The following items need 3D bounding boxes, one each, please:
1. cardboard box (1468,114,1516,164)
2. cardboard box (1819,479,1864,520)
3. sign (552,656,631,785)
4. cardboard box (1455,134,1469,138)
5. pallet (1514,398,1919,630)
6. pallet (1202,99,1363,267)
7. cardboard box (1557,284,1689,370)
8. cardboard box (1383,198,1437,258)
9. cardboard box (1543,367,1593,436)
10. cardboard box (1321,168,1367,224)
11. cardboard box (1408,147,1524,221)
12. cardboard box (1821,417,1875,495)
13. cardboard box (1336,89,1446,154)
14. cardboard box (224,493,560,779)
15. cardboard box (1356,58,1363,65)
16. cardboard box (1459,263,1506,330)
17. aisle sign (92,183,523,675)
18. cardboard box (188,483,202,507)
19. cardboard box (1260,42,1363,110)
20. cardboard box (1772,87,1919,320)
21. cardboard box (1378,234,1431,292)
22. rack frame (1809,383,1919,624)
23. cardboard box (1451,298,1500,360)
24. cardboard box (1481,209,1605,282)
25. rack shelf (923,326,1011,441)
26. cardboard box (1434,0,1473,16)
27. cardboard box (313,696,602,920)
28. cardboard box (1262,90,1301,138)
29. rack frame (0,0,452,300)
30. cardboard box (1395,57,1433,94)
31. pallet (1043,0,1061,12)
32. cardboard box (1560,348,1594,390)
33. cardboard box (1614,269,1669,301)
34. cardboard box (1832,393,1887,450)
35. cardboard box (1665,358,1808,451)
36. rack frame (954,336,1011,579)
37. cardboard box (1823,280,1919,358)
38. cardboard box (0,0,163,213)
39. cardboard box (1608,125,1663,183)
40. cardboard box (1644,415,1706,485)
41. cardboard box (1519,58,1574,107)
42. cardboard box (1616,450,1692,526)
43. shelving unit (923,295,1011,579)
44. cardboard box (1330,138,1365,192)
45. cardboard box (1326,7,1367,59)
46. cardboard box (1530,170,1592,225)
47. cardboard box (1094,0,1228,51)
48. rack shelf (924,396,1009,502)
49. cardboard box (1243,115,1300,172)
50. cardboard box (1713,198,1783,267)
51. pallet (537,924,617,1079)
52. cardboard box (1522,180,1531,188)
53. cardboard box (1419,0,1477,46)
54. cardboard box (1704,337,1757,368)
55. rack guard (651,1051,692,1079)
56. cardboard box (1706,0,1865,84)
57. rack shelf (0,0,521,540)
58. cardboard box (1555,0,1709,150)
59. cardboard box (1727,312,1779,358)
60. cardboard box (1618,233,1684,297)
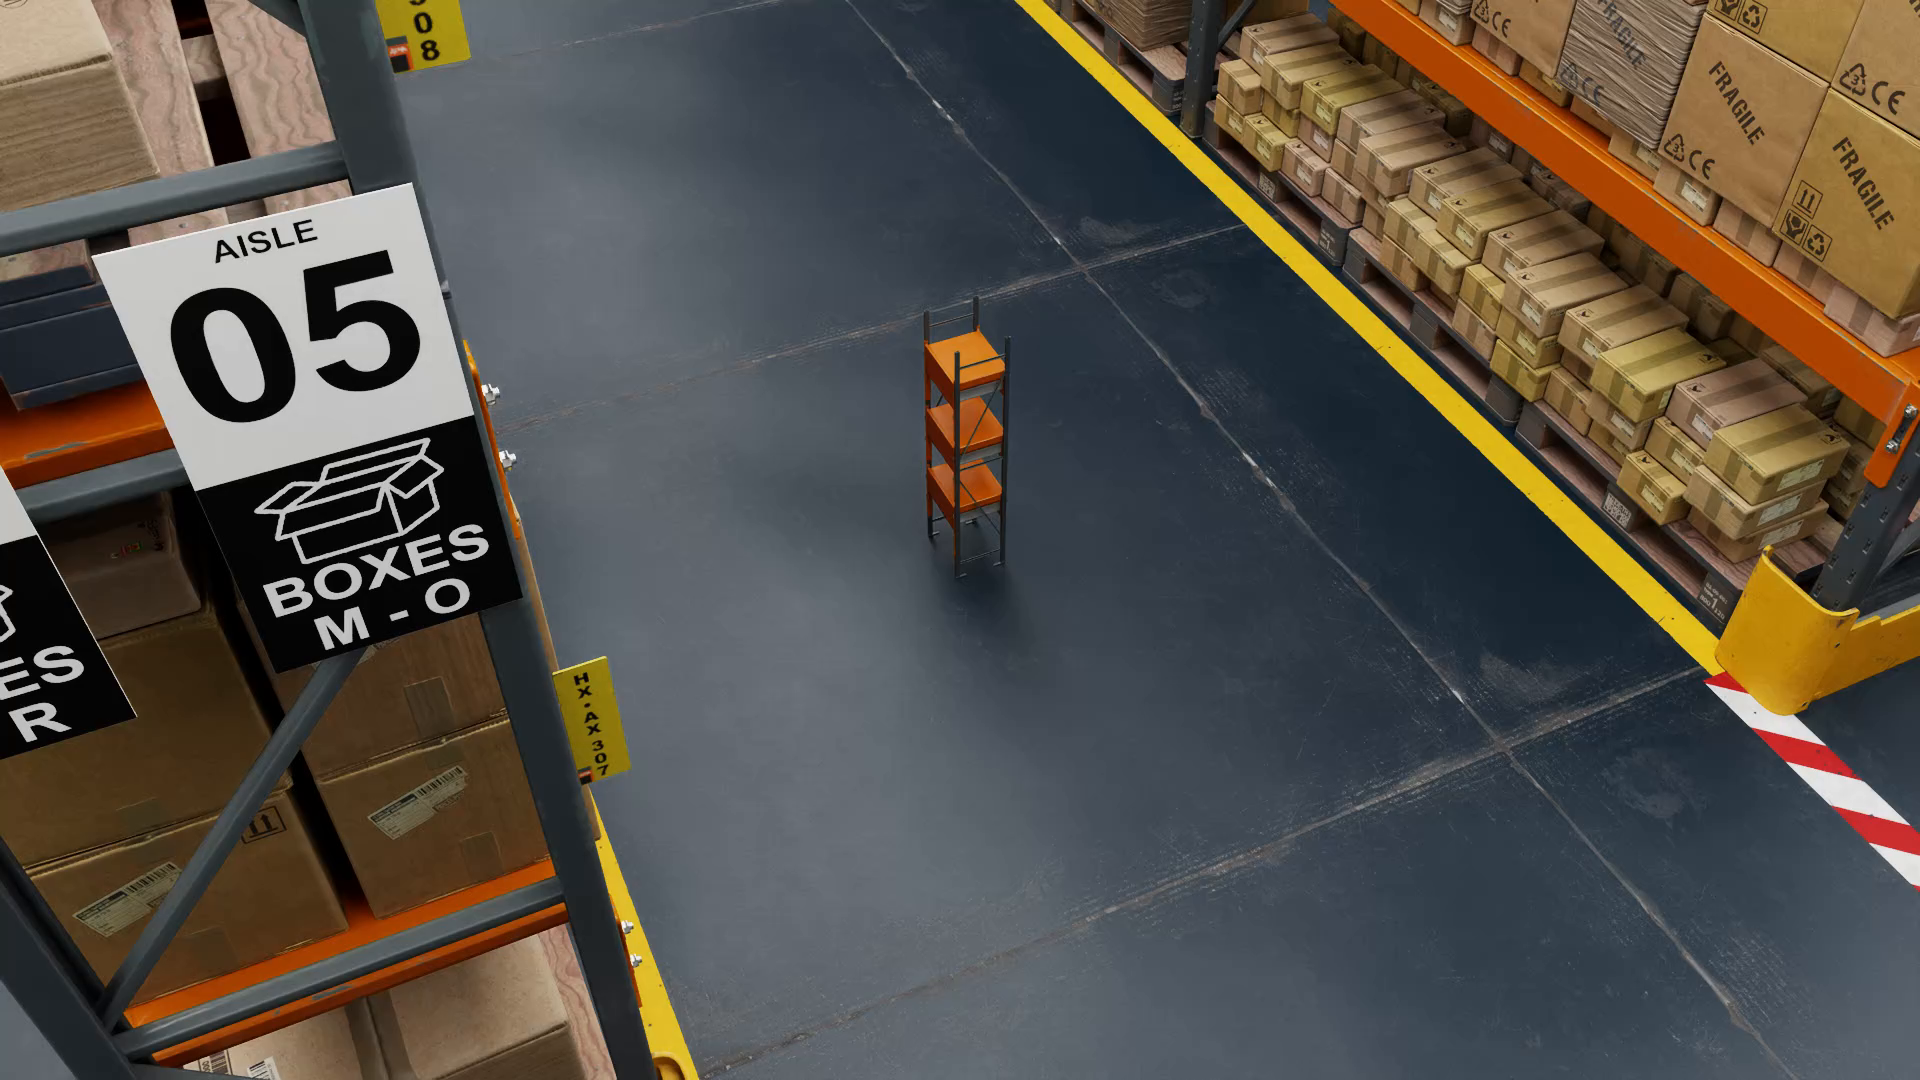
[{"bbox_3d":[2.454,-1.794,7.239,0.380,0.149,0.250,-20,48,-19],"label":"cardboard box"},{"bbox_3d":[3.330,-0.252,6.101,0.380,0.149,0.250,-17,47,-17],"label":"cardboard box"},{"bbox_3d":[-0.683,0.341,3.096,0.100,0.325,0.005,-18,47,-17],"label":"sign"},{"bbox_3d":[2.269,-1.849,7.507,0.380,0.149,0.250,-18,47,-17],"label":"cardboard box"},{"bbox_3d":[2.918,-0.273,6.377,1.003,0.211,1.213,-18,47,-17],"label":"pallet"},{"bbox_3d":[1.892,-1.828,7.952,1.003,0.211,1.213,-18,47,-17],"label":"pallet"},{"bbox_3d":[2.478,-0.787,6.219,0.380,0.149,0.250,-20,48,-19],"label":"cardboard box"},{"bbox_3d":[2.017,-1.339,6.991,0.380,0.149,0.250,-18,48,-18],"label":"cardboard box"},{"bbox_3d":[2.500,-0.579,6.432,0.380,0.149,0.250,-18,47,-17],"label":"cardboard box"},{"bbox_3d":[1.855,-1.586,7.453,0.380,0.149,0.250,-19,48,-18],"label":"cardboard box"},{"bbox_3d":[2.100,-1.469,6.911,0.380,0.149,0.250,-20,48,-19],"label":"cardboard box"},{"bbox_3d":[3.272,-0.340,5.977,0.380,0.149,0.250,-16,47,-16],"label":"cardboard box"},{"bbox_3d":[1.878,-1.805,7.251,0.380,0.149,0.250,-19,48,-18],"label":"cardboard box"},{"bbox_3d":[-1.132,0.055,3.275,0.500,0.500,0.500,-19,48,-18],"label":"cardboard box"},{"bbox_3d":[1.999,-2.372,8.037,0.380,0.149,0.250,-17,47,-17],"label":"cardboard box"},{"bbox_3d":[2.238,-1.008,6.654,0.380,0.149,0.250,-16,47,-15],"label":"cardboard box"},{"bbox_3d":[-0.896,-0.128,2.393,0.394,0.787,0.004,-18,47,-17],"label":"aisle sign"},{"bbox_3d":[-1.262,-0.239,3.112,0.380,0.149,0.250,-17,47,-16],"label":"cardboard box"},{"bbox_3d":[1.597,-2.111,7.561,0.380,0.149,0.250,-16,47,-15],"label":"cardboard box"},{"bbox_3d":[2.837,-1.041,4.886,0.500,0.500,0.500,-17,47,-17],"label":"cardboard box"},{"bbox_3d":[2.022,-1.231,7.093,0.380,0.149,0.250,-19,48,-18],"label":"cardboard box"},{"bbox_3d":[3.260,-0.689,4.813,1.000,3.000,0.127,-18,47,-17],"label":"rack frame"},{"bbox_3d":[2.240,-0.903,6.760,0.380,0.149,0.250,-17,47,-17],"label":"cardboard box"},{"bbox_3d":[2.304,-1.142,6.579,0.380,0.149,0.250,-20,48,-19],"label":"cardboard box"},{"bbox_3d":[0.022,-0.534,5.655,0.215,0.259,0.240,-18,47,-17],"label":"rack shelf"},{"bbox_3d":[1.951,-2.345,6.208,0.500,0.500,0.500,-19,48,-18],"label":"cardboard box"},{"bbox_3d":[-1.130,0.411,3.627,0.500,0.500,0.500,-18,48,-18],"label":"cardboard box"},{"bbox_3d":[1.628,-2.019,7.679,0.380,0.149,0.250,-18,47,-17],"label":"cardboard box"},{"bbox_3d":[-1.189,-1.298,1.159,1.000,3.000,0.127,-18,47,-17],"label":"rack frame"},{"bbox_3d":[2.218,-2.127,7.577,0.380,0.149,0.250,-18,48,-18],"label":"cardboard box"},{"bbox_3d":[0.732,-3.520,9.667,1.003,0.211,1.213,-18,47,-17],"label":"pallet"},{"bbox_3d":[2.539,-0.714,6.357,0.380,0.149,0.250,-19,48,-18],"label":"cardboard box"},{"bbox_3d":[2.818,-0.997,6.644,0.380,0.149,0.250,-20,48,-19],"label":"cardboard box"},{"bbox_3d":[3.348,-0.470,5.898,0.380,0.149,0.250,-20,48,-19],"label":"cardboard box"},{"bbox_3d":[2.754,-0.475,5.903,0.380,0.149,0.250,-17,47,-17],"label":"cardboard box"},{"bbox_3d":[0.074,-0.262,5.768,0.200,1.050,0.008,-18,47,-17],"label":"rack frame"},{"bbox_3d":[2.866,-0.724,5.027,0.380,0.149,0.250,-18,47,-17],"label":"cardboard box"},{"bbox_3d":[-1.460,-0.623,2.346,0.500,0.250,0.500,-22,49,-21],"label":"cardboard box"},{"bbox_3d":[2.464,-1.381,5.693,0.380,0.149,0.250,-20,48,-19],"label":"cardboard box"},{"bbox_3d":[2.718,-0.364,6.003,0.380,0.149,0.250,-19,48,-18],"label":"cardboard box"},{"bbox_3d":[2.278,-1.735,6.052,0.380,0.149,0.250,-17,47,-17],"label":"cardboard box"},{"bbox_3d":[2.649,-0.232,6.080,0.380,0.149,0.250,-17,47,-16],"label":"cardboard box"},{"bbox_3d":[0.022,-0.340,5.847,0.215,1.050,0.252,-18,47,-17],"label":"shelving unit"},{"bbox_3d":[1.874,-1.701,7.357,0.380,0.149,0.250,-20,48,-19],"label":"cardboard box"},{"bbox_3d":[1.964,-2.435,7.889,0.380,0.149,0.250,-17,47,-16],"label":"cardboard box"},{"bbox_3d":[2.584,-1.435,6.876,0.380,0.149,0.250,-18,47,-17],"label":"cardboard box"},{"bbox_3d":[1.038,-2.895,8.529,0.500,0.500,0.500,-19,48,-18],"label":"cardboard box"},{"bbox_3d":[0.022,-0.332,5.854,0.215,0.259,0.240,-18,47,-17],"label":"rack shelf"},{"bbox_3d":[1.551,-1.876,7.747,0.380,0.149,0.250,-17,47,-16],"label":"cardboard box"},{"bbox_3d":[2.676,-1.049,5.356,0.380,0.149,0.250,-18,48,-18],"label":"cardboard box"},{"bbox_3d":[-1.596,1.343,4.739,1.003,0.211,1.213,-18,47,-17],"label":"pallet"},{"bbox_3d":[2.488,-1.516,7.169,0.380,0.149,0.250,-20,48,-19],"label":"cardboard box"},{"bbox_3d":[1.998,-2.047,6.368,0.380,0.149,0.250,-16,47,-16],"label":"cardboard box"},{"bbox_3d":[3.025,-0.661,6.303,0.380,0.149,0.250,-17,47,-17],"label":"cardboard box"},{"bbox_3d":[-1.179,1.742,4.129,1.175,0.500,0.348,-18,47,-17],"label":"rack guard"},{"bbox_3d":[2.628,-1.728,4.870,0.500,0.500,0.500,-20,48,-19],"label":"cardboard box"},{"bbox_3d":[-2.030,-1.249,3.757,1.077,0.370,4.000,-18,47,-17],"label":"rack shelf"},{"bbox_3d":[2.403,-1.691,5.545,0.500,0.500,0.500,-18,47,-17],"label":"cardboard box"},{"bbox_3d":[3.133,-0.808,6.241,0.380,0.149,0.250,-18,47,-18],"label":"cardboard box"},{"bbox_3d":[2.845,-1.122,6.558,0.380,0.149,0.250,-16,47,-16],"label":"cardboard box"}]
